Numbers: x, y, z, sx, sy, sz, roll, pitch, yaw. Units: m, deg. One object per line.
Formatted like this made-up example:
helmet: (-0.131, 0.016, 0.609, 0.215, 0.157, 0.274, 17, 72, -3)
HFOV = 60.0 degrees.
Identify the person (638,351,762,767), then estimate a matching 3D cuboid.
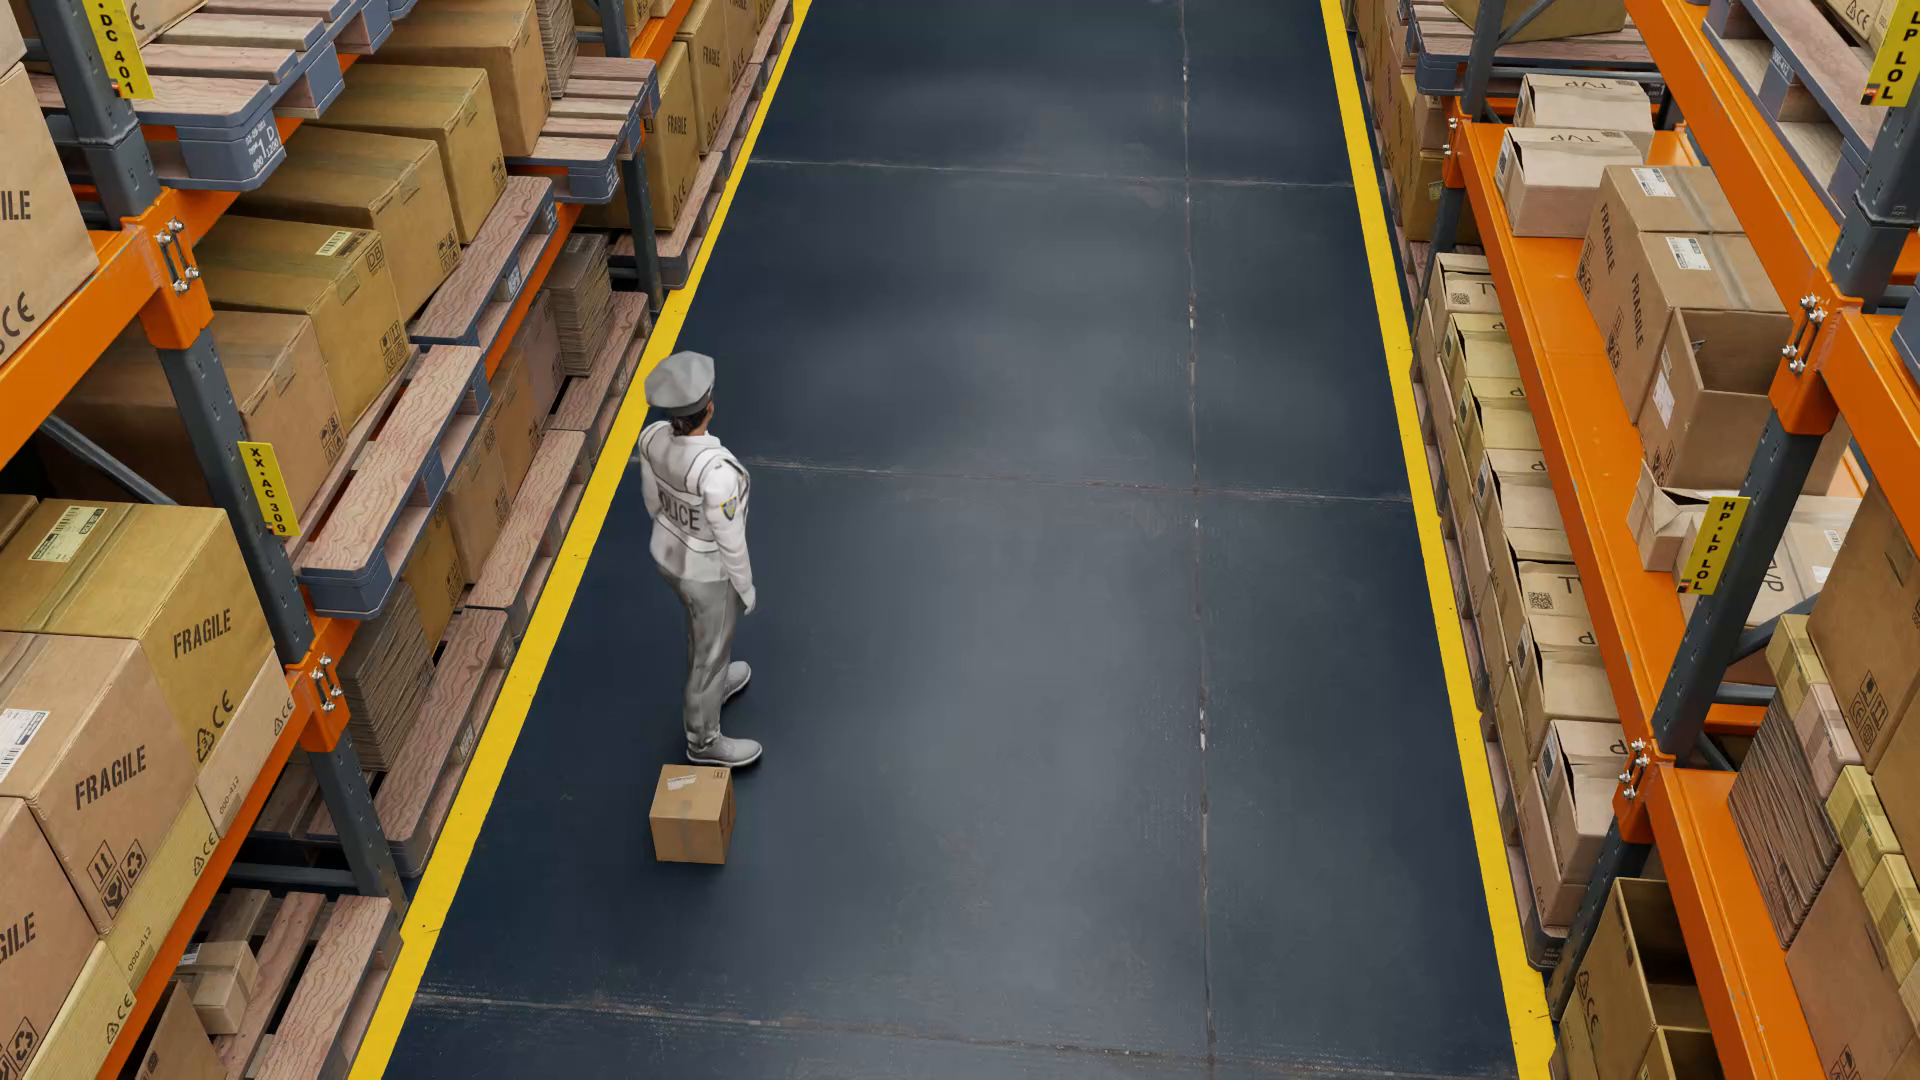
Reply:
person: (-0.922, 0.084, 6.025, 0.475, 1.672, 0.510, -29, 48, -30)
